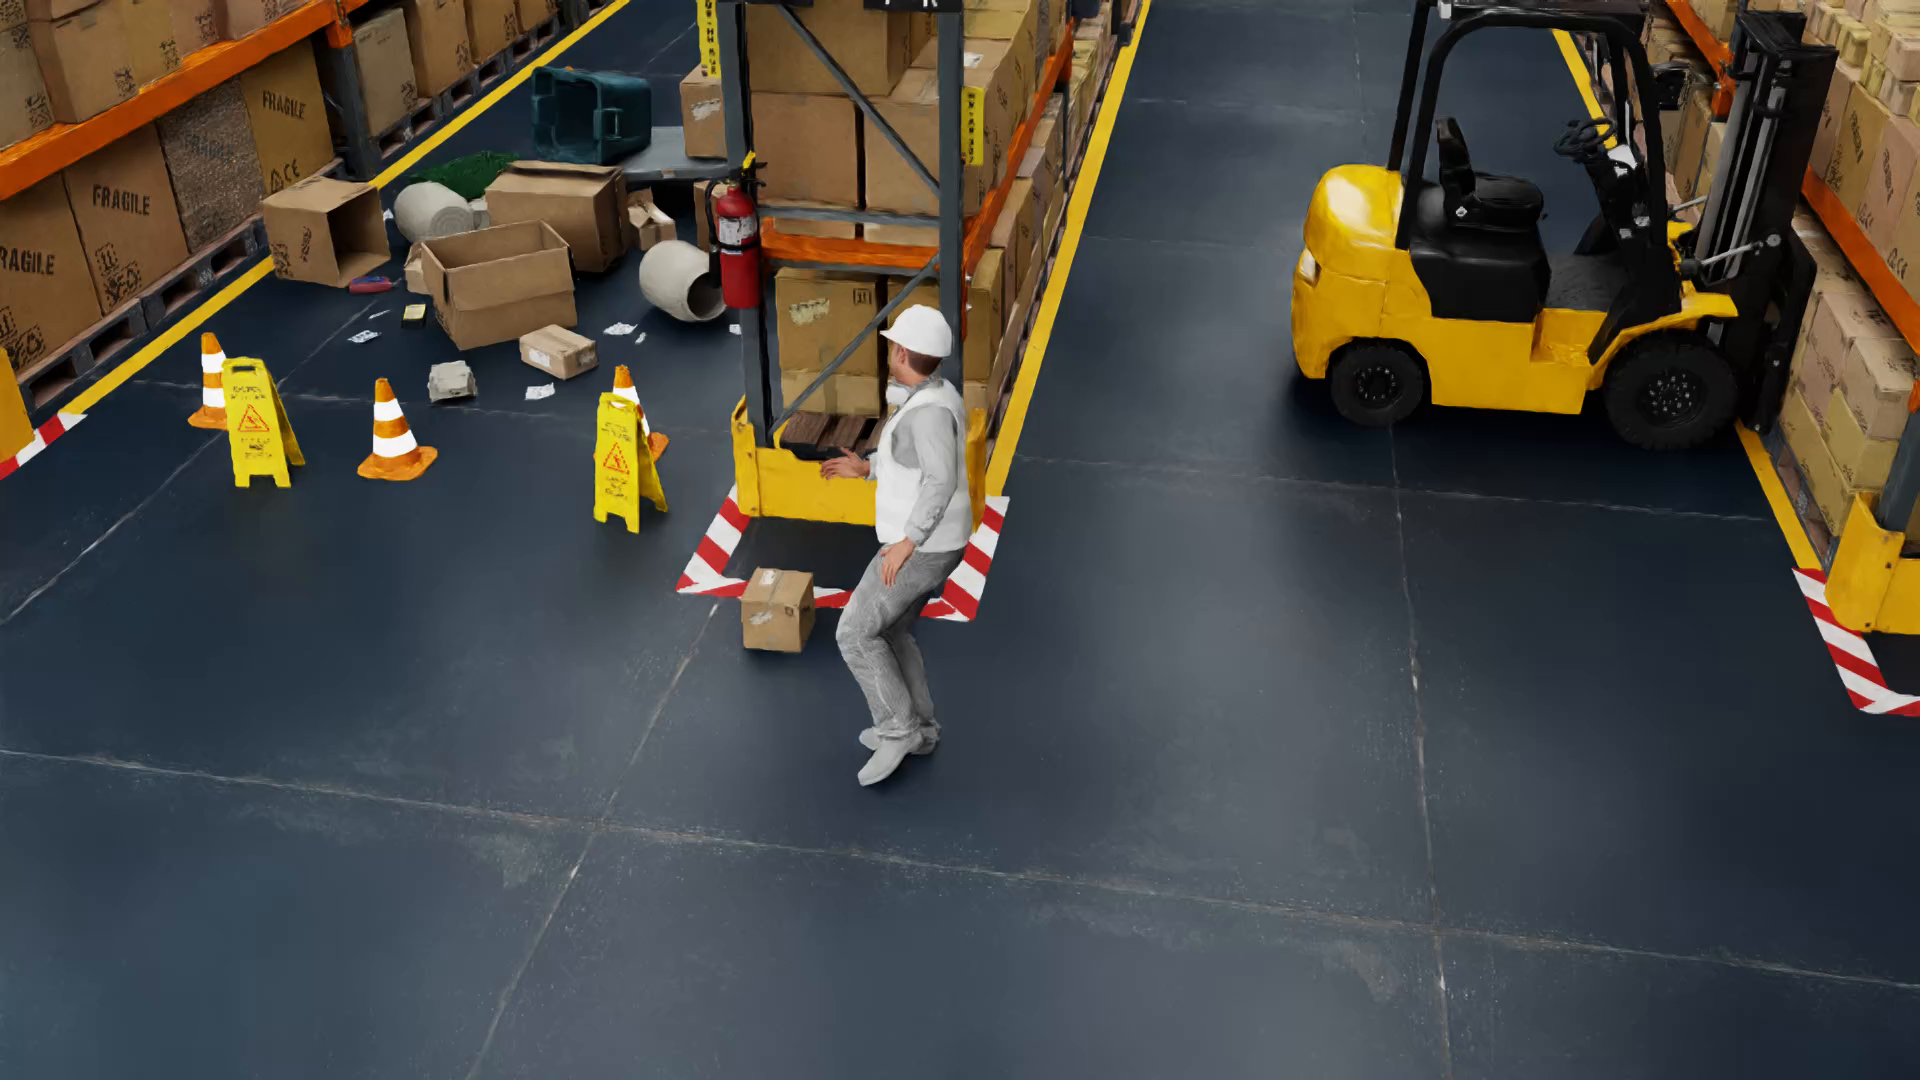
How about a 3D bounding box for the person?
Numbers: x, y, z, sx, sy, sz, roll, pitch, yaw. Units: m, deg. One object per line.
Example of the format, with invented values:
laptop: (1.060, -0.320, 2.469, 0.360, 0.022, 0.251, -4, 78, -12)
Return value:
person: (-0.252, 0.011, 6.211, 0.569, 1.653, 0.895, 4, 32, 6)
